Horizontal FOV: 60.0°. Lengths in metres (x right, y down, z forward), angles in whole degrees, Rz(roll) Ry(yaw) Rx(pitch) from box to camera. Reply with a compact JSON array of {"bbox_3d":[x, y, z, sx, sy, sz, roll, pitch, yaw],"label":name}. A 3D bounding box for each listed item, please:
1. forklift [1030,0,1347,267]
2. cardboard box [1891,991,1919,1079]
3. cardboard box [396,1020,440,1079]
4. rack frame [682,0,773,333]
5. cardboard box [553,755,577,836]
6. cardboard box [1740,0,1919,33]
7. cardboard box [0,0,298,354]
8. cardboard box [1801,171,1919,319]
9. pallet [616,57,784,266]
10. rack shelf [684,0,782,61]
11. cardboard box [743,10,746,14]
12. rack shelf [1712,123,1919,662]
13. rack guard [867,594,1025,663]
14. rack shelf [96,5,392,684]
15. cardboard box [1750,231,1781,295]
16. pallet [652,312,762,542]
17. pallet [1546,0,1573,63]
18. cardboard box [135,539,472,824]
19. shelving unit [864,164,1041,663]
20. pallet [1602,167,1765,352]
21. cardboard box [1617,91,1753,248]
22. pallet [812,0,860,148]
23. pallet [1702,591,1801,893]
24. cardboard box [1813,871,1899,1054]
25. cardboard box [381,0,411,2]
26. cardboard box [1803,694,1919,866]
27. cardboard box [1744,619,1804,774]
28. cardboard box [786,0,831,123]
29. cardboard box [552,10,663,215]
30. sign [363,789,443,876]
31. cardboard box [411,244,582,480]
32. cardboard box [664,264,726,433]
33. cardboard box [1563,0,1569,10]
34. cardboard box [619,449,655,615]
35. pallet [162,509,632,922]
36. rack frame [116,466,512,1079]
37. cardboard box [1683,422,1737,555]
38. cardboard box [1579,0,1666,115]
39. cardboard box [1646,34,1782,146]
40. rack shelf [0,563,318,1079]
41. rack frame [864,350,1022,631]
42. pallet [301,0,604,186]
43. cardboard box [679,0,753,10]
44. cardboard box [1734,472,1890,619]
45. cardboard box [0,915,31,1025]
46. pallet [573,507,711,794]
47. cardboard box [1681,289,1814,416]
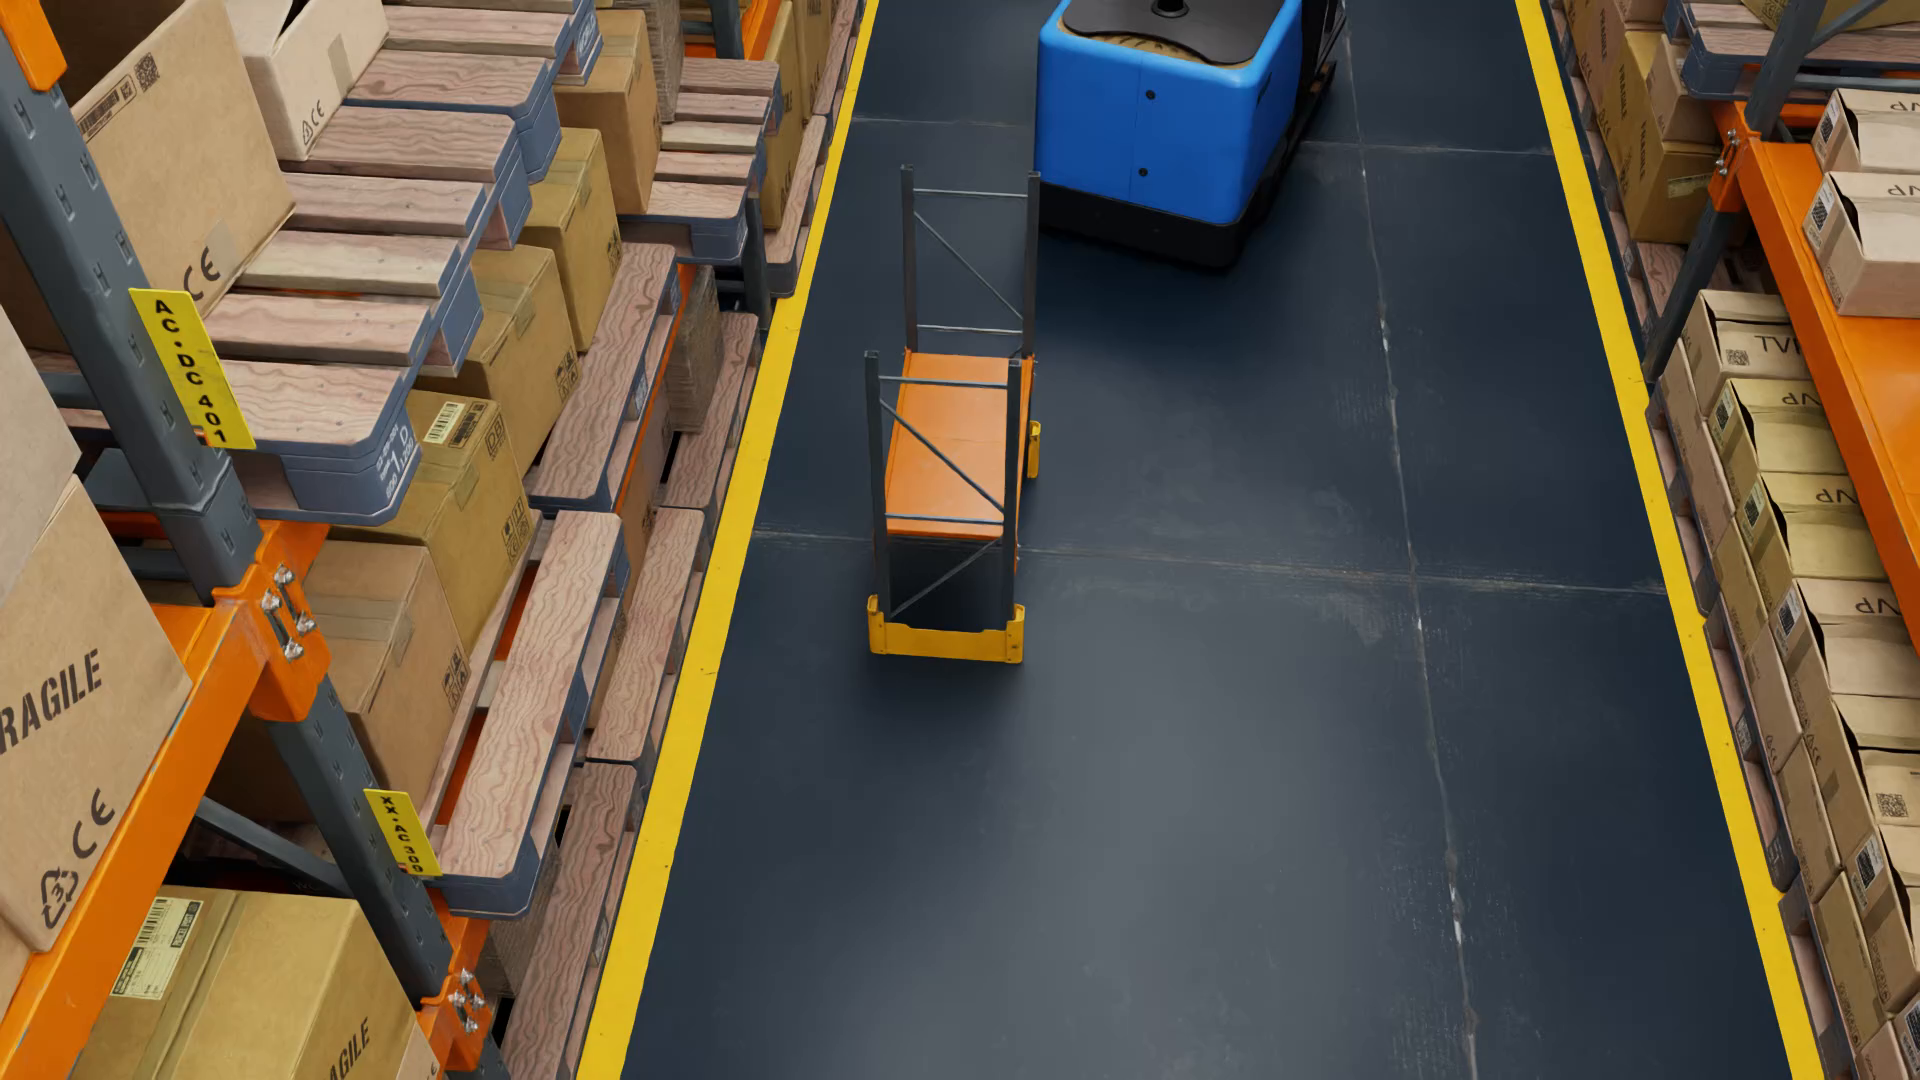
[{"bbox_3d":[1.377,-3.385,7.886,1.130,2.935,3.031,17,50,15],"label":"forklift"},{"bbox_3d":[2.945,1.504,4.566,0.500,0.311,0.500,4,48,4],"label":"cardboard box"},{"bbox_3d":[-1.481,1.306,3.637,0.500,0.250,0.500,4,48,4],"label":"cardboard box"},{"bbox_3d":[-1.375,-2.046,6.614,1.000,3.000,0.127,4,48,4],"label":"rack frame"},{"bbox_3d":[-1.692,0.664,5.532,0.700,0.500,0.500,3,48,3],"label":"cardboard box"},{"bbox_3d":[3.503,-2.361,6.550,0.700,0.500,0.500,-11,48,-10],"label":"cardboard box"},{"bbox_3d":[-1.610,-0.690,2.990,0.500,0.500,0.500,10,48,9],"label":"cardboard box"},{"bbox_3d":[3.284,-1.041,5.756,0.500,0.311,0.500,3,48,3],"label":"cardboard box"},{"bbox_3d":[-1.334,-1.450,6.199,1.213,0.211,1.003,4,48,4],"label":"pallet"},{"bbox_3d":[-1.193,-3.272,8.224,1.077,0.370,4.000,4,48,4],"label":"rack shelf"},{"bbox_3d":[-1.083,-2.378,7.075,0.380,0.149,0.250,4,48,4],"label":"cardboard box"},{"bbox_3d":[3.376,-0.003,5.233,1.077,0.370,4.000,4,48,4],"label":"rack shelf"},{"bbox_3d":[-0.052,0.338,6.298,0.587,0.250,0.087,4,48,4],"label":"rack guard"},{"bbox_3d":[-1.557,-1.345,4.428,1.077,0.370,4.000,4,48,4],"label":"rack shelf"},{"bbox_3d":[3.884,-1.335,7.360,0.500,0.500,0.500,6,48,5],"label":"cardboard box"},{"bbox_3d":[-1.448,-0.530,7.118,1.003,0.211,1.213,4,48,4],"label":"pallet"},{"bbox_3d":[3.886,-3.113,9.480,1.003,0.211,1.213,4,48,4],"label":"pallet"},{"bbox_3d":[-1.659,0.340,4.066,0.700,0.500,0.500,4,48,4],"label":"cardboard box"},{"bbox_3d":[-0.007,-0.450,6.171,0.587,1.500,1.083,4,48,4],"label":"shelving unit"},{"bbox_3d":[3.664,-1.320,7.840,1.003,0.211,1.213,4,48,4],"label":"pallet"},{"bbox_3d":[3.410,-1.723,7.715,0.500,0.500,0.500,6,48,5],"label":"cardboard box"},{"bbox_3d":[-1.115,-2.573,8.986,1.003,0.211,1.213,4,48,4],"label":"pallet"},{"bbox_3d":[3.331,0.722,5.972,1.003,0.211,1.213,4,48,4],"label":"pallet"},{"bbox_3d":[2.991,1.315,5.120,0.500,0.250,0.500,3,48,3],"label":"cardboard box"},{"bbox_3d":[-1.498,-1.597,3.818,0.500,0.500,0.500,2,48,2],"label":"cardboard box"},{"bbox_3d":[3.034,0.755,5.251,0.500,0.311,0.500,4,48,3],"label":"cardboard box"},{"bbox_3d":[3.085,0.565,5.805,0.500,0.250,0.500,5,48,4],"label":"cardboard box"},{"bbox_3d":[-1.091,-2.637,8.327,0.750,0.750,0.750,4,48,3],"label":"cardboard box"},{"bbox_3d":[-1.432,-1.469,5.721,0.700,0.500,0.500,0,48,0],"label":"cardboard box"},{"bbox_3d":[-1.199,0.632,3.578,0.100,0.325,0.005,4,48,4],"label":"sign"},{"bbox_3d":[-1.572,-0.556,4.886,0.700,0.500,0.500,10,48,9],"label":"cardboard box"},{"bbox_3d":[-1.389,-0.818,6.887,0.700,0.500,0.500,4,48,4],"label":"cardboard box"},{"bbox_3d":[3.598,-3.228,9.091,0.500,0.500,0.500,4,48,4],"label":"cardboard box"},{"bbox_3d":[-1.569,-0.080,6.212,0.700,0.500,0.500,4,48,3],"label":"cardboard box"},{"bbox_3d":[-1.525,0.407,4.501,1.003,0.211,1.213,4,48,4],"label":"pallet"},{"bbox_3d":[-1.740,0.894,3.926,1.000,3.000,0.127,4,48,4],"label":"rack frame"},{"bbox_3d":[3.173,-0.194,6.500,0.500,0.250,0.500,3,48,2],"label":"cardboard box"},{"bbox_3d":[3.499,-2.489,8.416,0.500,0.500,0.500,2,48,2],"label":"cardboard box"},{"bbox_3d":[3.411,-2.018,7.476,0.500,0.250,0.500,6,48,5],"label":"cardboard box"},{"bbox_3d":[-1.922,1.594,1.740,1.077,0.370,4.000,4,48,4],"label":"rack shelf"},{"bbox_3d":[-0.054,-0.070,5.824,0.500,1.500,0.032,4,48,4],"label":"rack frame"},{"bbox_3d":[-1.486,-1.264,3.994,1.213,0.211,1.003,4,48,4],"label":"pallet"},{"bbox_3d":[-1.076,-2.526,6.771,0.500,0.500,0.500,5,48,5],"label":"cardboard box"},{"bbox_3d":[3.130,0.008,5.934,0.500,0.311,0.500,3,48,2],"label":"cardboard box"},{"bbox_3d":[-1.598,0.599,2.081,0.500,0.500,0.500,0,48,0],"label":"cardboard box"},{"bbox_3d":[-1.562,0.364,6.300,1.003,0.211,1.213,4,48,4],"label":"pallet"},{"bbox_3d":[3.218,-0.753,6.631,0.500,0.311,0.500,5,48,5],"label":"cardboard box"}]
